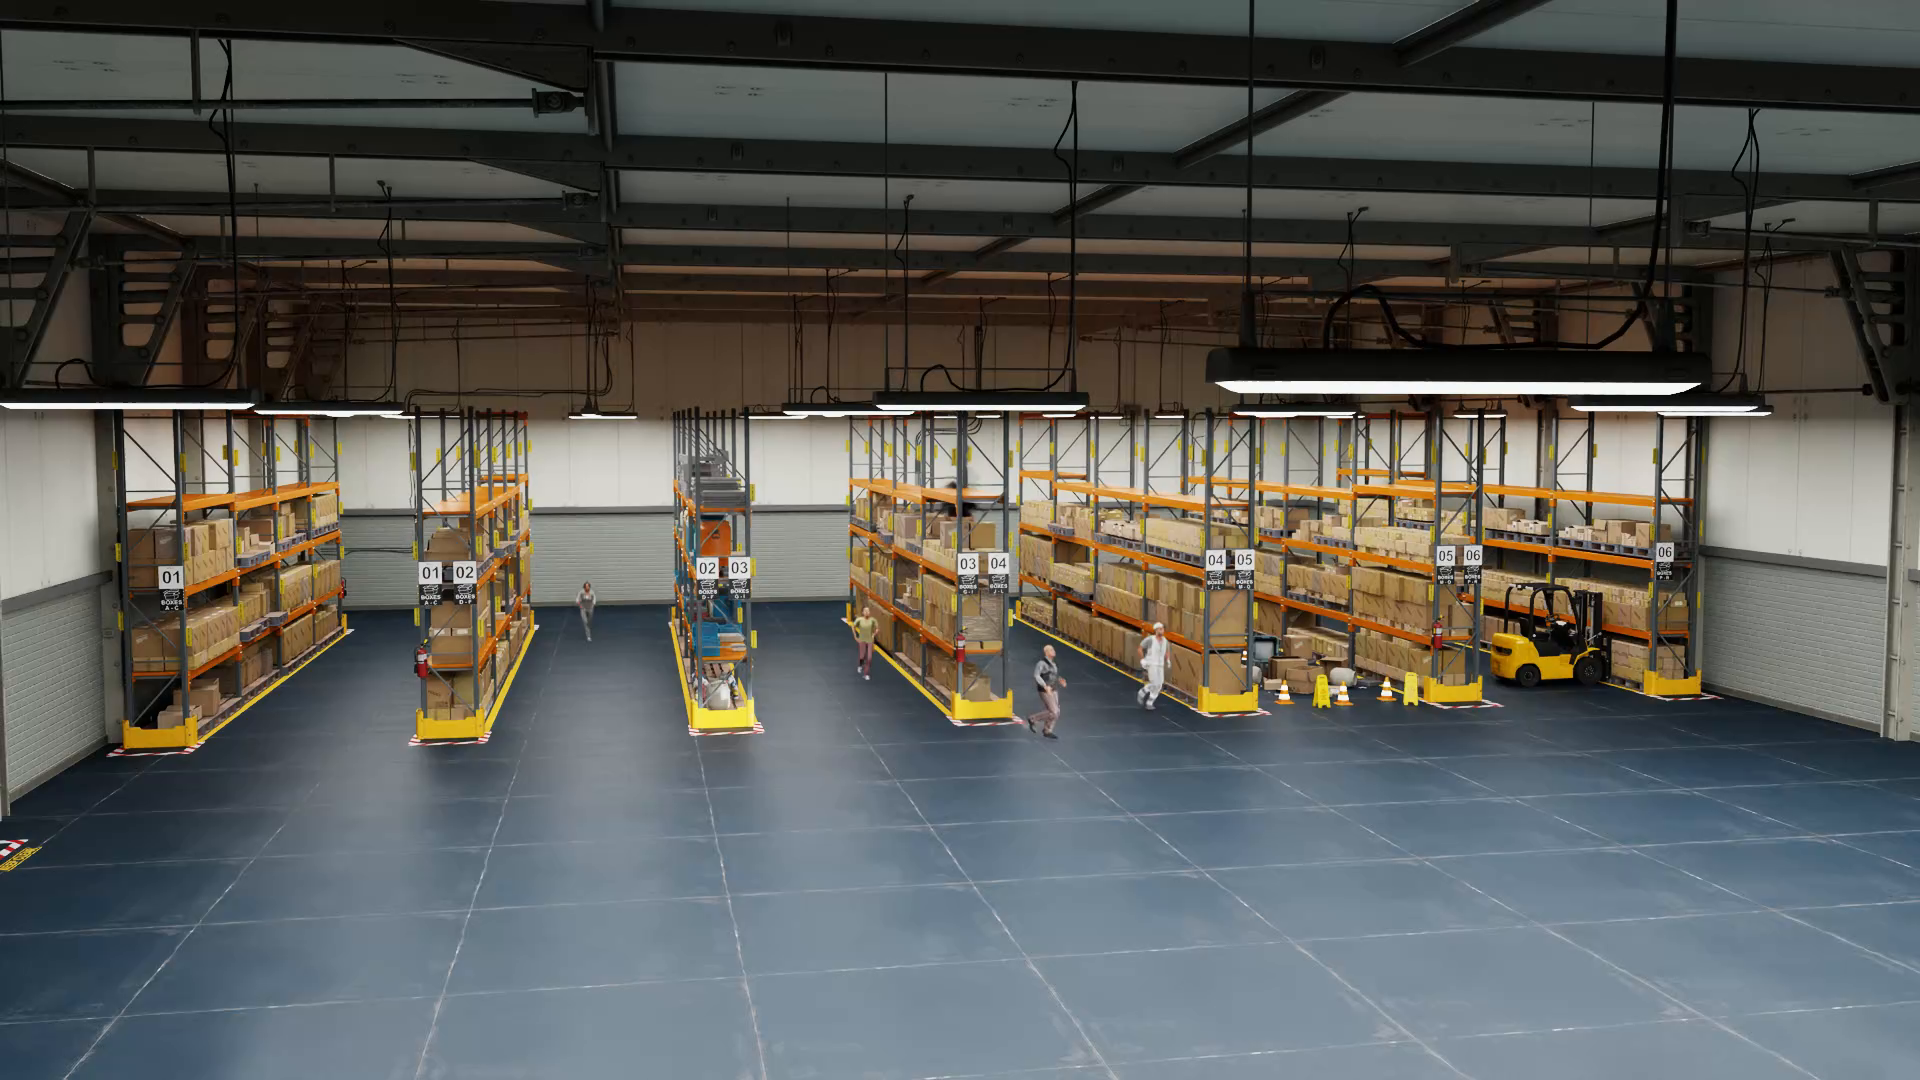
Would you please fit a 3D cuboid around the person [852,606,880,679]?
[{"bbox_3d":[-2.087,2.280,36.989,0.608,1.632,0.557,-1,4,-9],"label":"person"}]

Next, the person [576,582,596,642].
[{"bbox_3d":[-9.812,1.852,43.634,0.526,1.561,0.800,-1,4,-14],"label":"person"}]

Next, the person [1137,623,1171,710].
[{"bbox_3d":[3.907,2.502,33.121,0.707,1.722,0.554,-3,5,-32],"label":"person"}]

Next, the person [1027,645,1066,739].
[{"bbox_3d":[1.588,2.747,30.154,0.631,1.694,0.657,2,5,29],"label":"person"}]

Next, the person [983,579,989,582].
[{"bbox_3d":[0.588,1.480,47.547,0.692,1.719,0.622,1,4,10],"label":"person"}]
